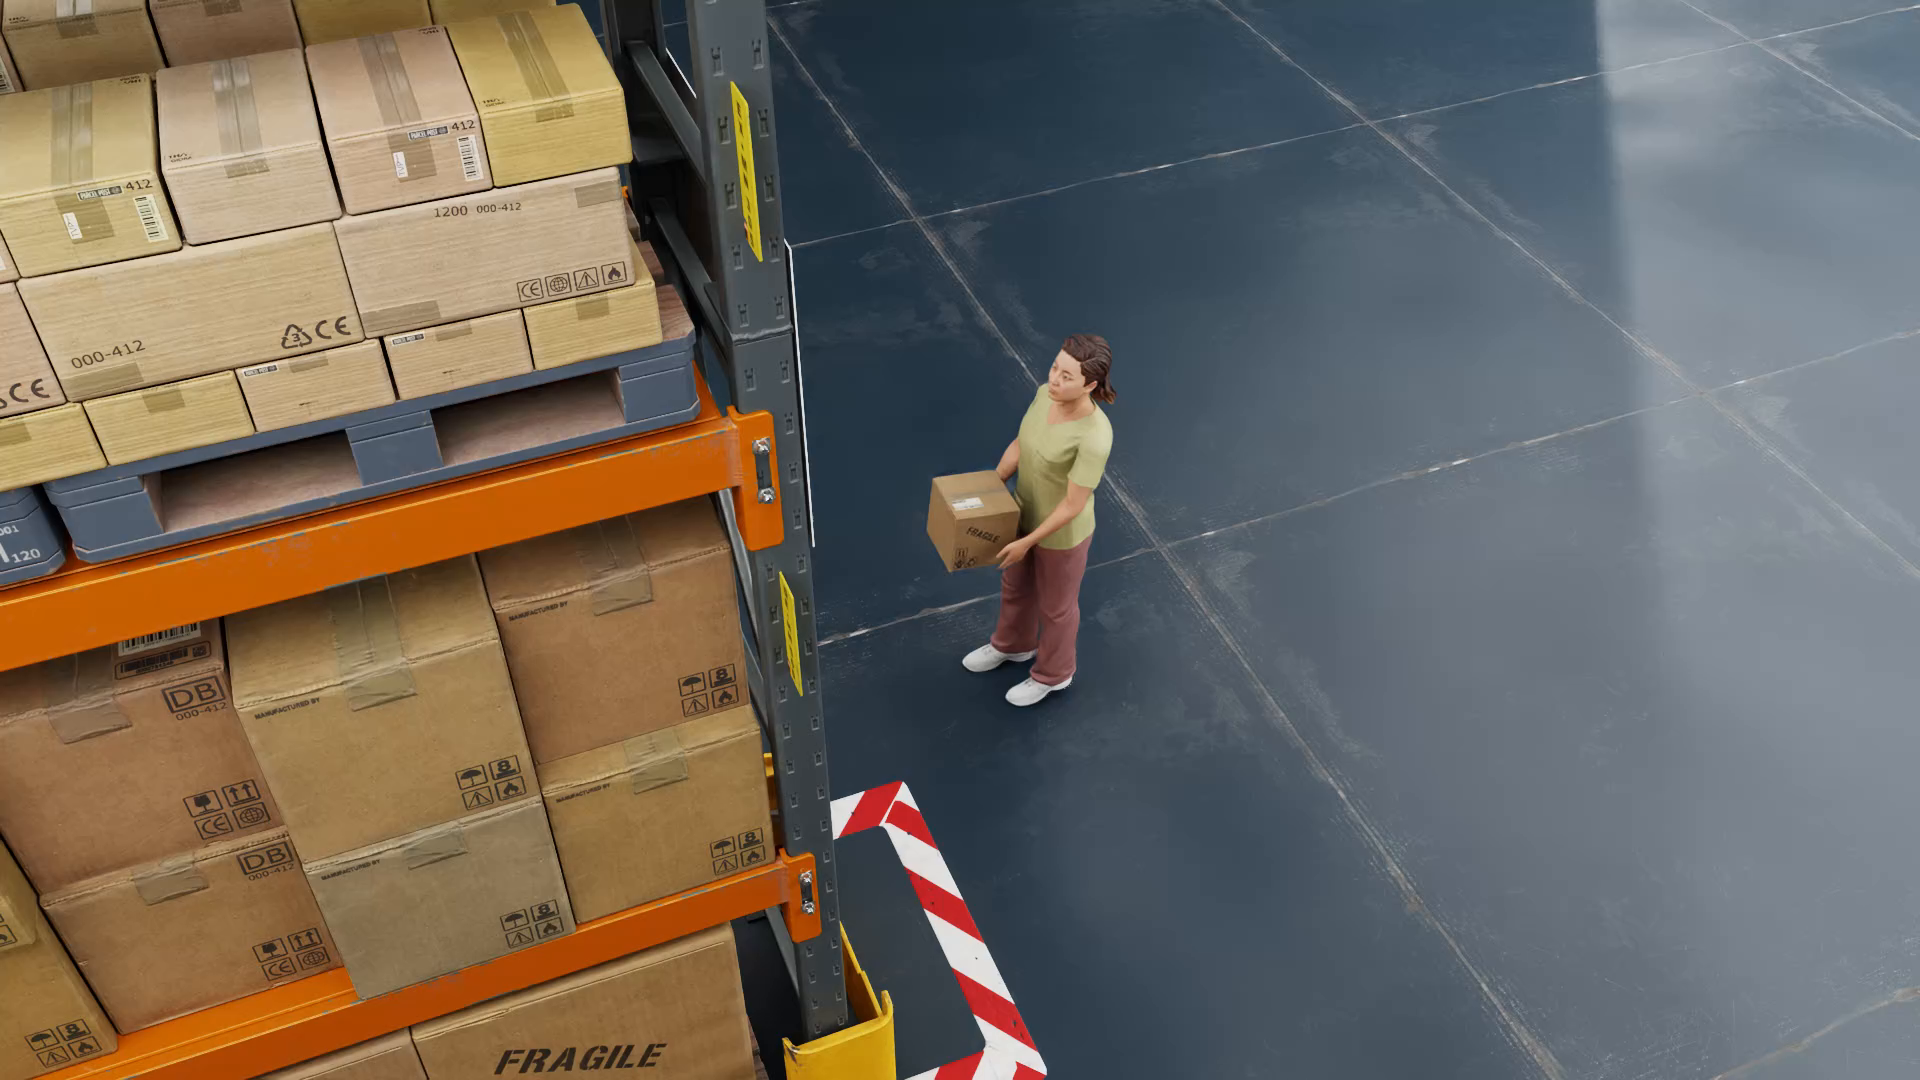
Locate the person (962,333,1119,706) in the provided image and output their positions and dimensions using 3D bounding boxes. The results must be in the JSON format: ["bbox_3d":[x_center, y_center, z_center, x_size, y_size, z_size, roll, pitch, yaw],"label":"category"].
[{"bbox_3d":[0.305,-0.047,6.211,0.519,1.676,0.475,-19,45,-20],"label":"person"}]
